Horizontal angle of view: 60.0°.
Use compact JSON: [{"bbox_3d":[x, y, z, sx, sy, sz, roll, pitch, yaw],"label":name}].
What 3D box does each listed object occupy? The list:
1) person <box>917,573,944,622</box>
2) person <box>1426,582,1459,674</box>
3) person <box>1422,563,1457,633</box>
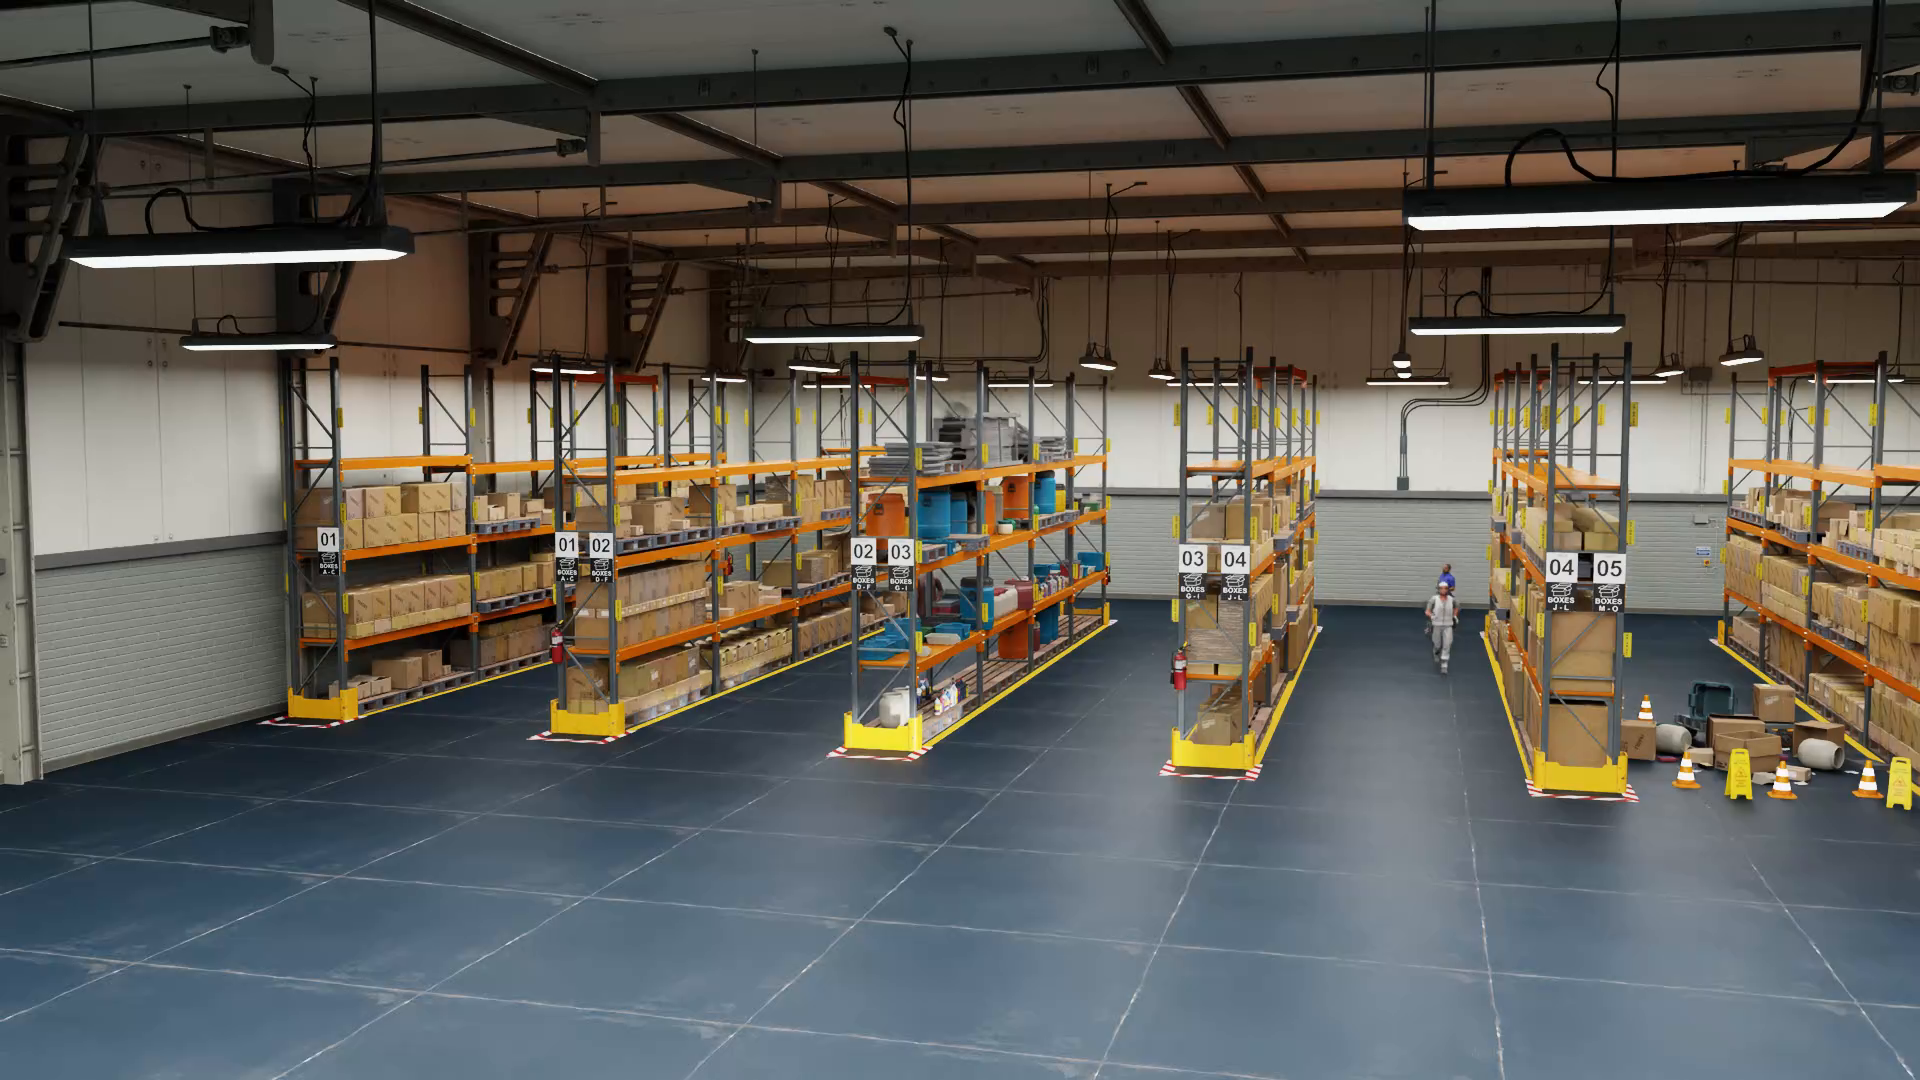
[{"bbox_3d":[-0.714,1.439,36.835,0.697,1.733,0.754,0,4,2],"label":"person"},{"bbox_3d":[9.498,1.707,32.712,0.656,1.778,0.940,1,4,9],"label":"person"},{"bbox_3d":[11.221,1.352,38.494,0.859,1.638,0.624,-2,5,-28],"label":"person"}]
